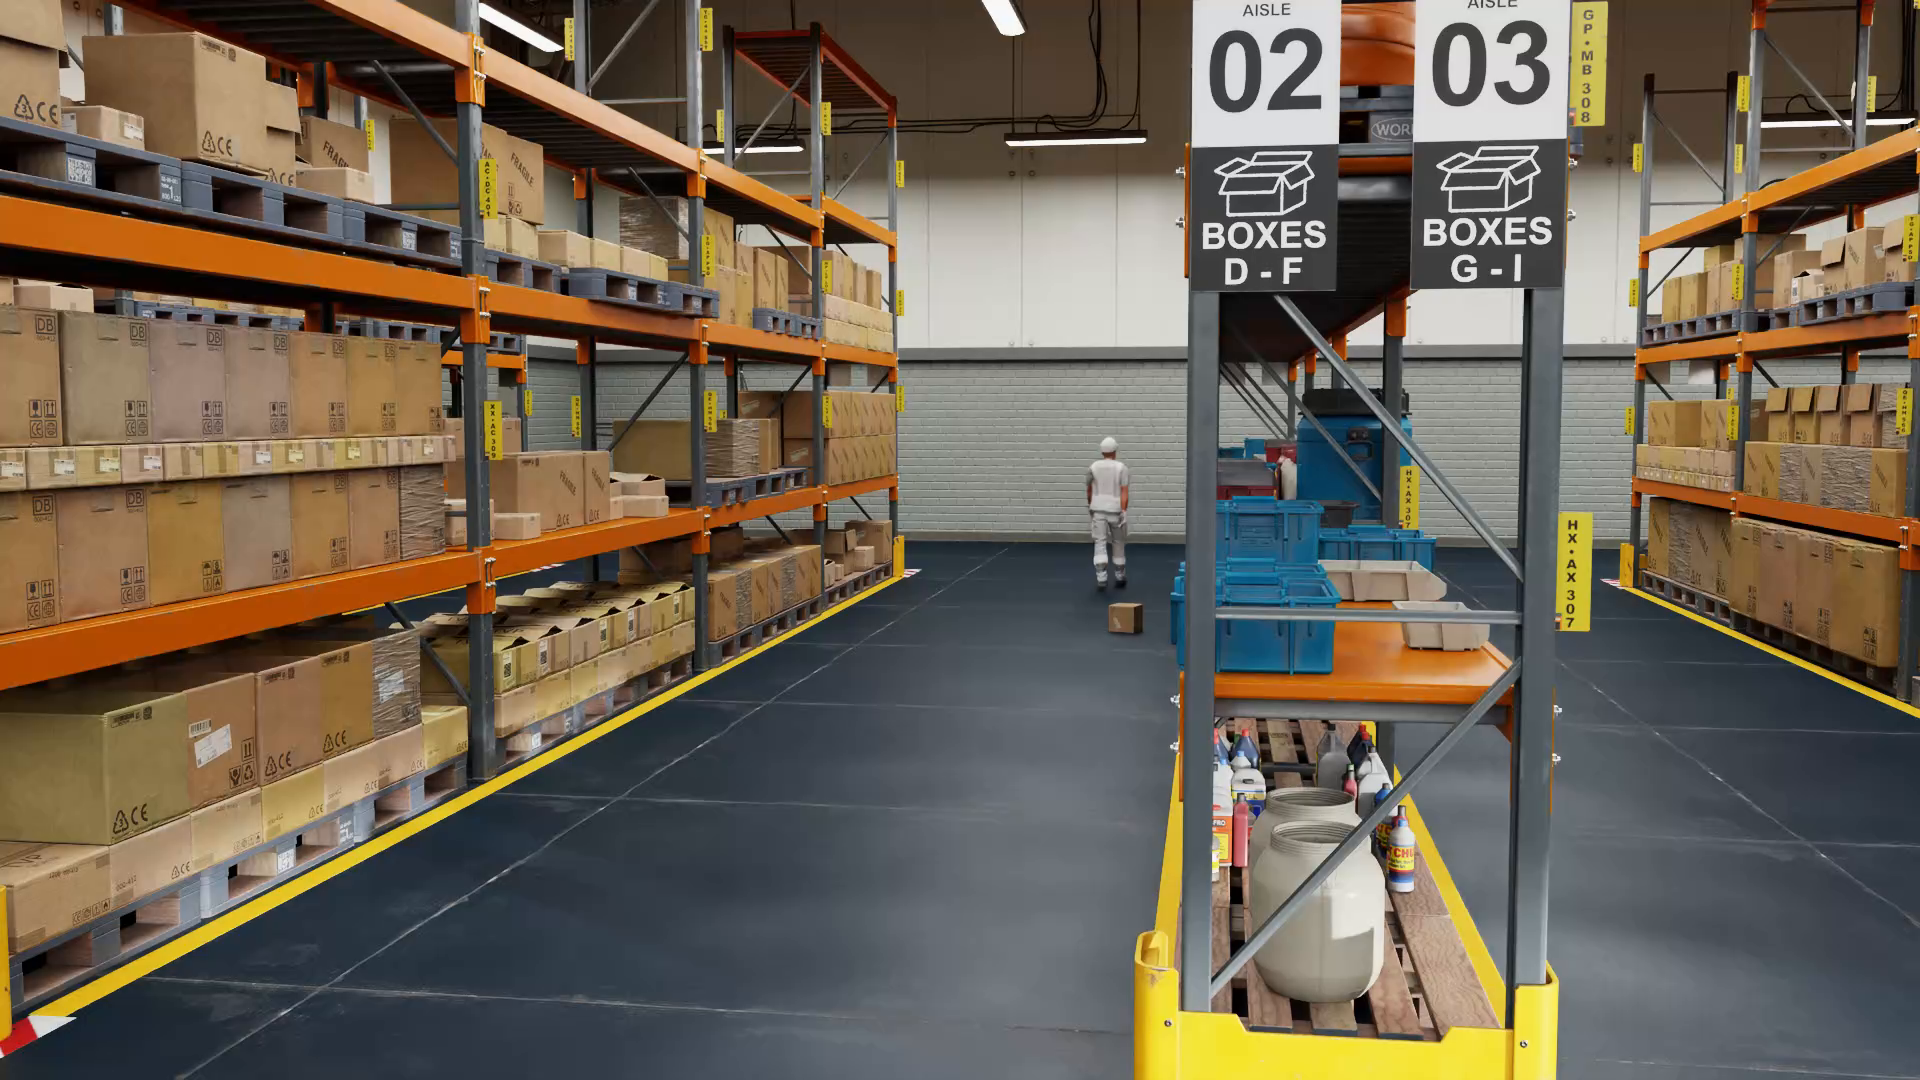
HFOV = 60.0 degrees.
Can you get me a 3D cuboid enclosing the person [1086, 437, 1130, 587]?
[{"bbox_3d":[1.764,-0.348,19.690,0.528,1.736,0.971,1,4,11],"label":"person"}]
